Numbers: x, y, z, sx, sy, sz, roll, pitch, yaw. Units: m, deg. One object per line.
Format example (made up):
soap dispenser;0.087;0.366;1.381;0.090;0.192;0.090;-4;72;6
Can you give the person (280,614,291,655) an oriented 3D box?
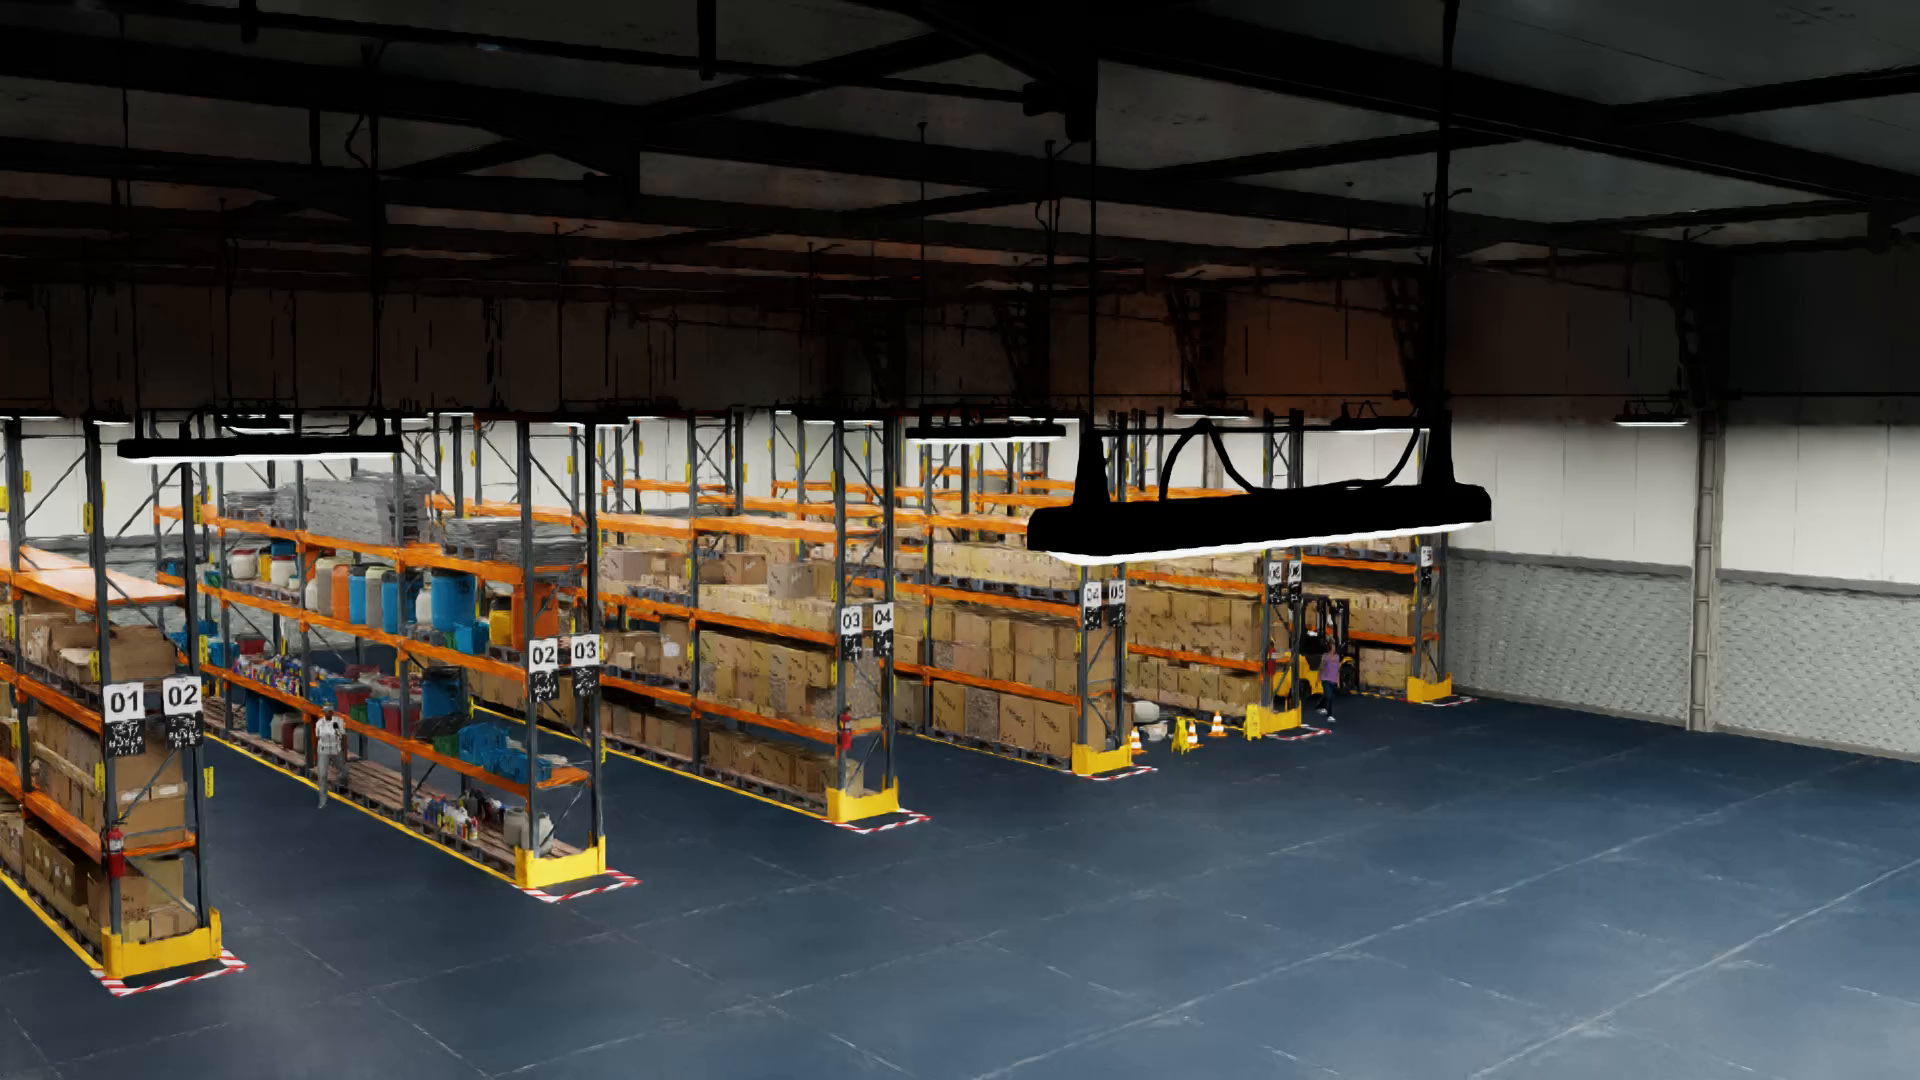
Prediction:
person;-15.249;2.234;37.524;0.524;1.586;0.636;-1;5;-6

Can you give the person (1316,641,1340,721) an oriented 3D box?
person;7.174;2.711;32.425;0.461;1.530;0.866;-2;5;-21

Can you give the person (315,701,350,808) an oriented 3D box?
person;-9.718;3.260;25.723;0.509;1.618;0.946;-2;5;-20
